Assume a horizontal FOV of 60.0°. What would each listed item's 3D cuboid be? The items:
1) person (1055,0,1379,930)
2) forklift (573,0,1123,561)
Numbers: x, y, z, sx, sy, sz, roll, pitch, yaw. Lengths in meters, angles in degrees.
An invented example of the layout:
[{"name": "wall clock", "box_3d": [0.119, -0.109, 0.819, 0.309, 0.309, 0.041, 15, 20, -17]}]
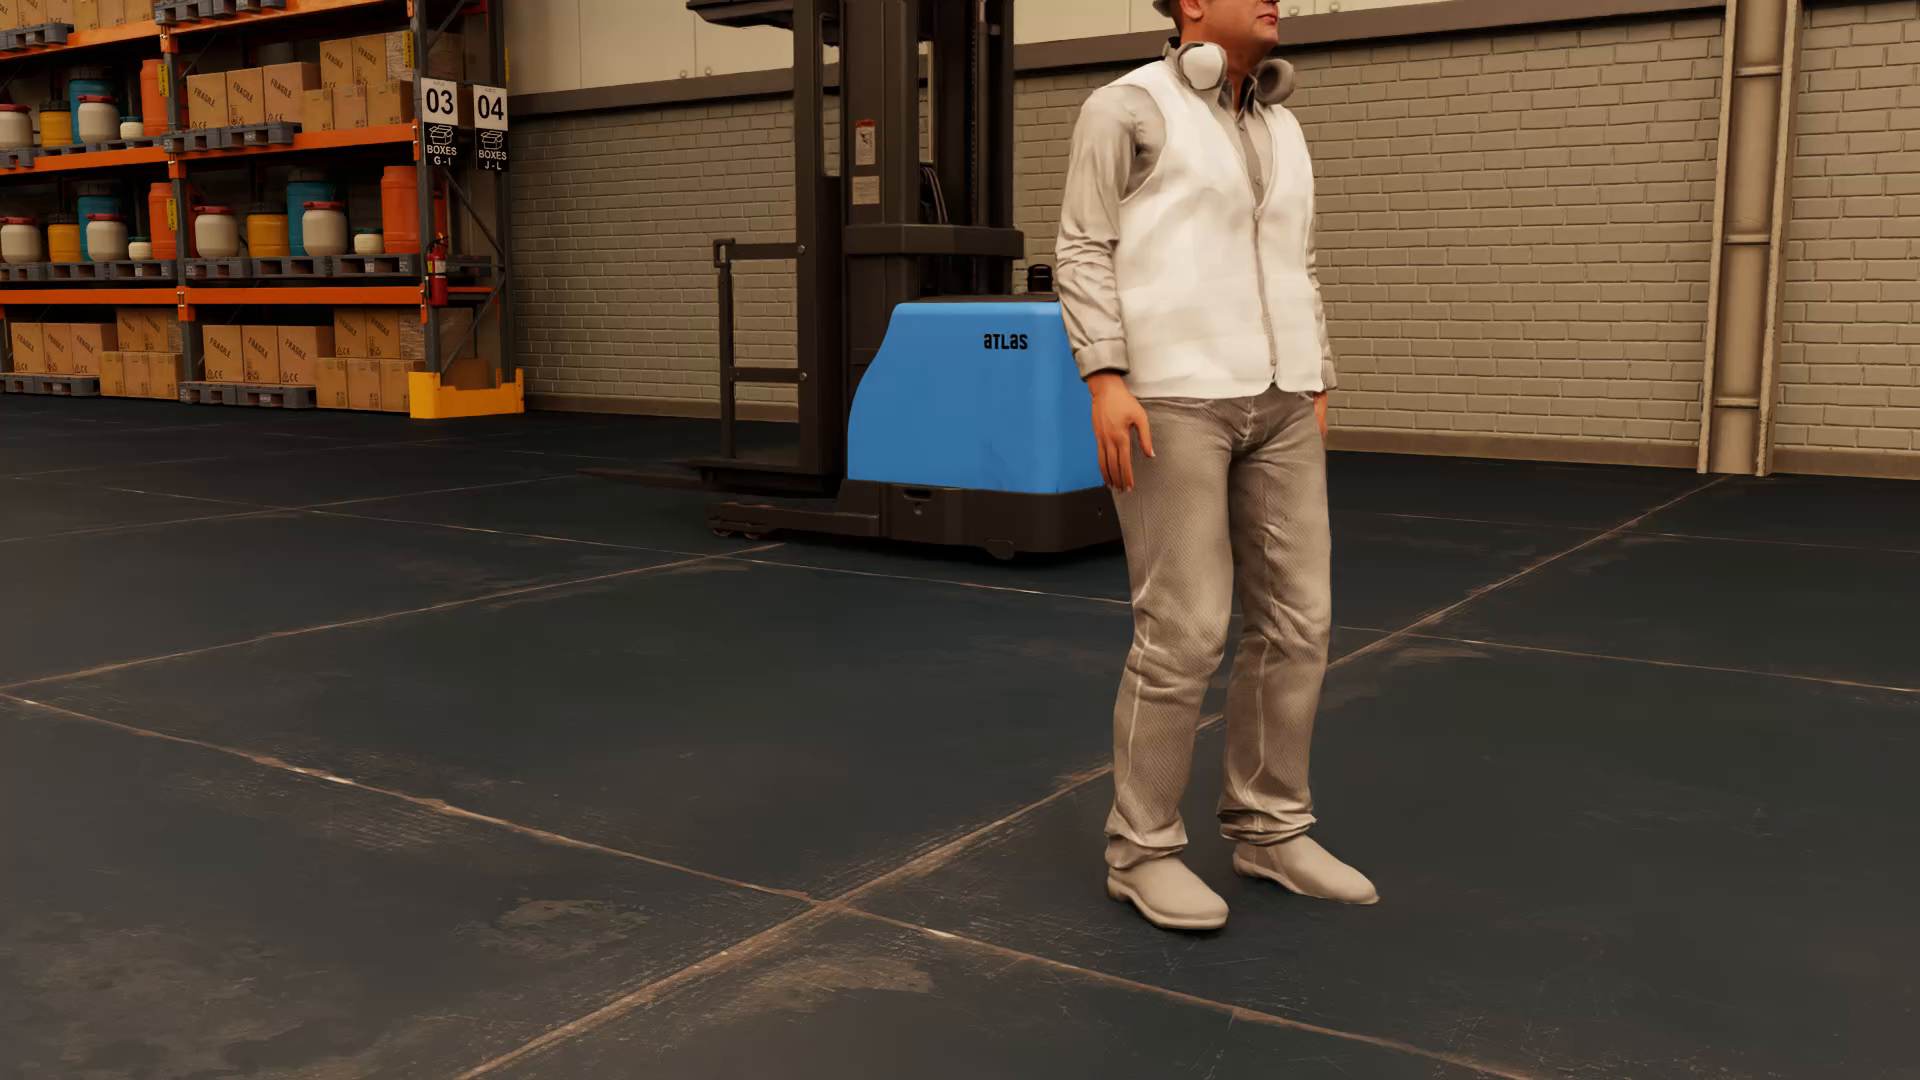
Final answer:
[{"name": "person", "box_3d": [0.481, -0.231, 2.992, 0.615, 1.792, 0.492, -5, 10, -33]}, {"name": "forklift", "box_3d": [-0.566, -1.504, 7.770, 3.031, 2.935, 1.130, 6, 10, 35]}]
